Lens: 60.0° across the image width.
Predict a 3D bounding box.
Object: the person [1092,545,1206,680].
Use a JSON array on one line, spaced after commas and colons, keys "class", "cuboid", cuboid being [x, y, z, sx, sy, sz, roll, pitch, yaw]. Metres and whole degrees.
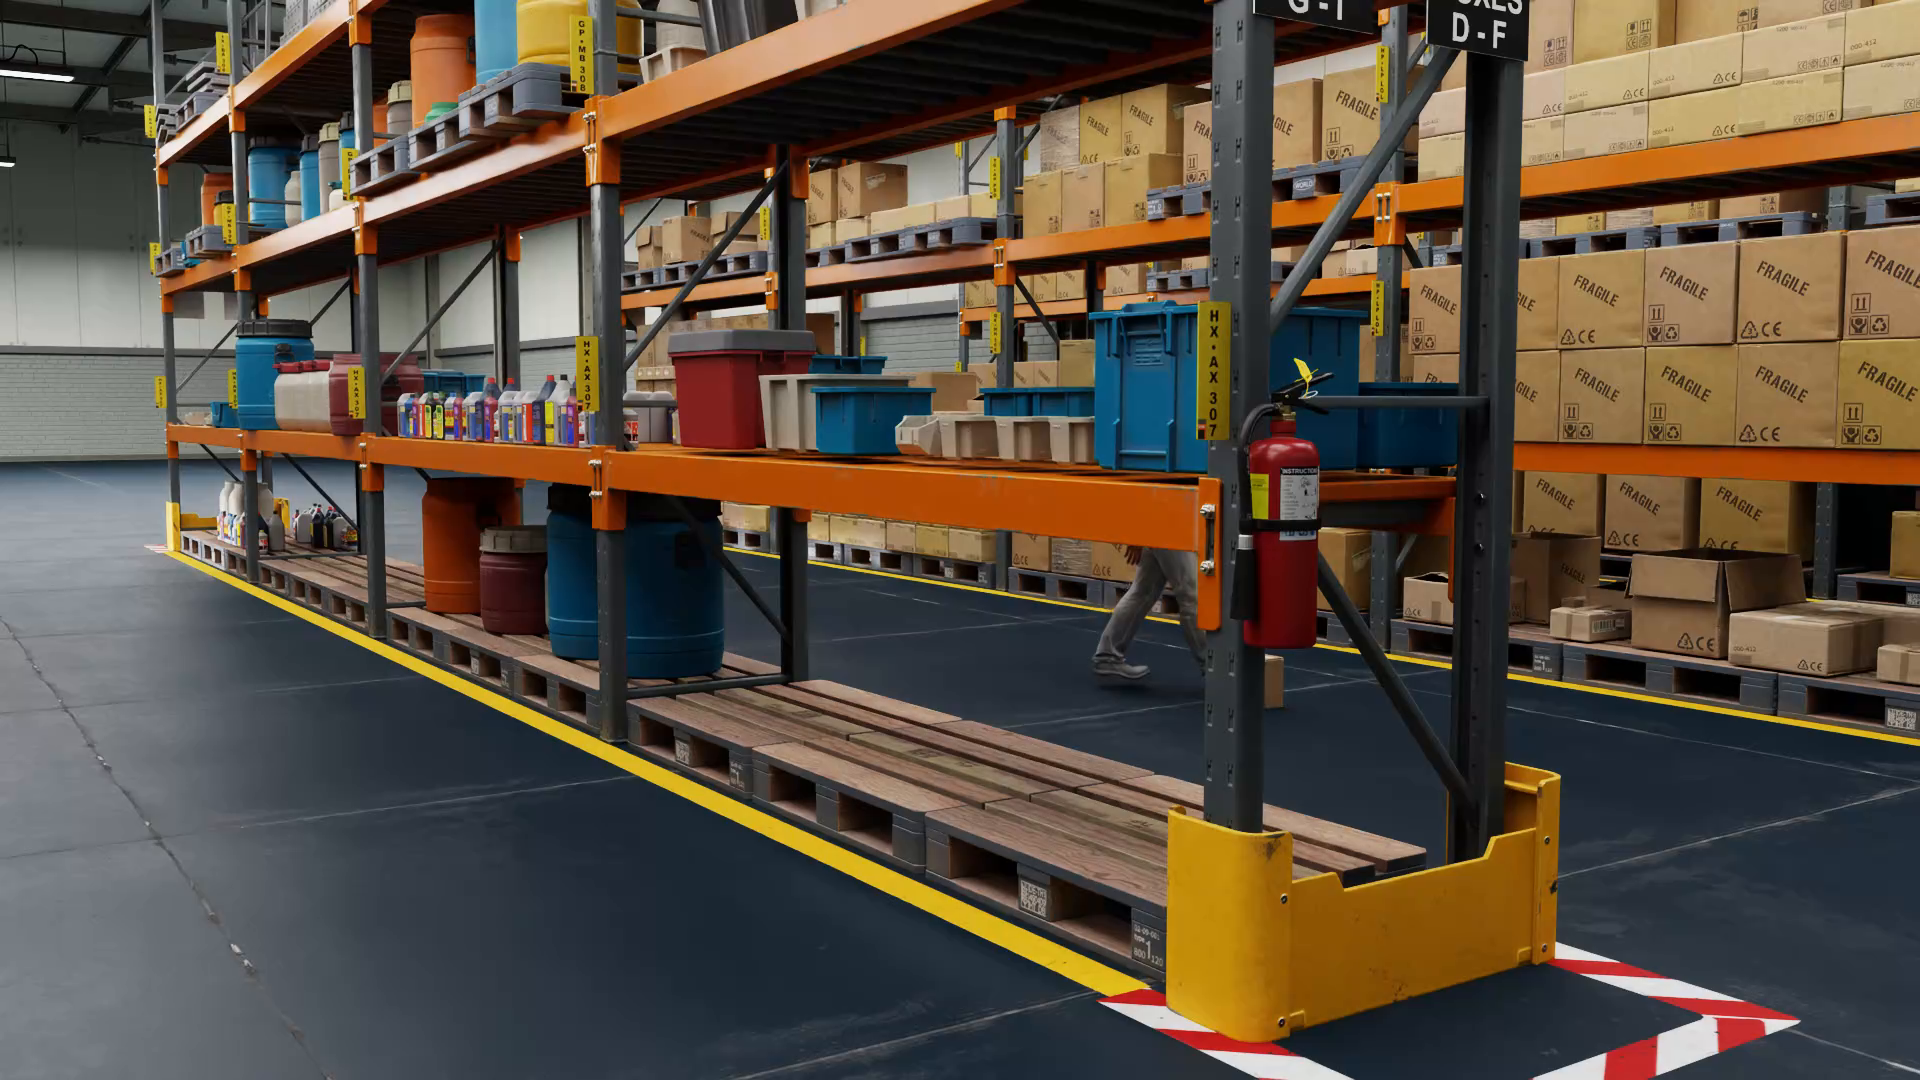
[{"class": "person", "cuboid": [1.146, -0.084, 8.717, 0.908, 1.742, 0.666, 2, 5, 18]}]
